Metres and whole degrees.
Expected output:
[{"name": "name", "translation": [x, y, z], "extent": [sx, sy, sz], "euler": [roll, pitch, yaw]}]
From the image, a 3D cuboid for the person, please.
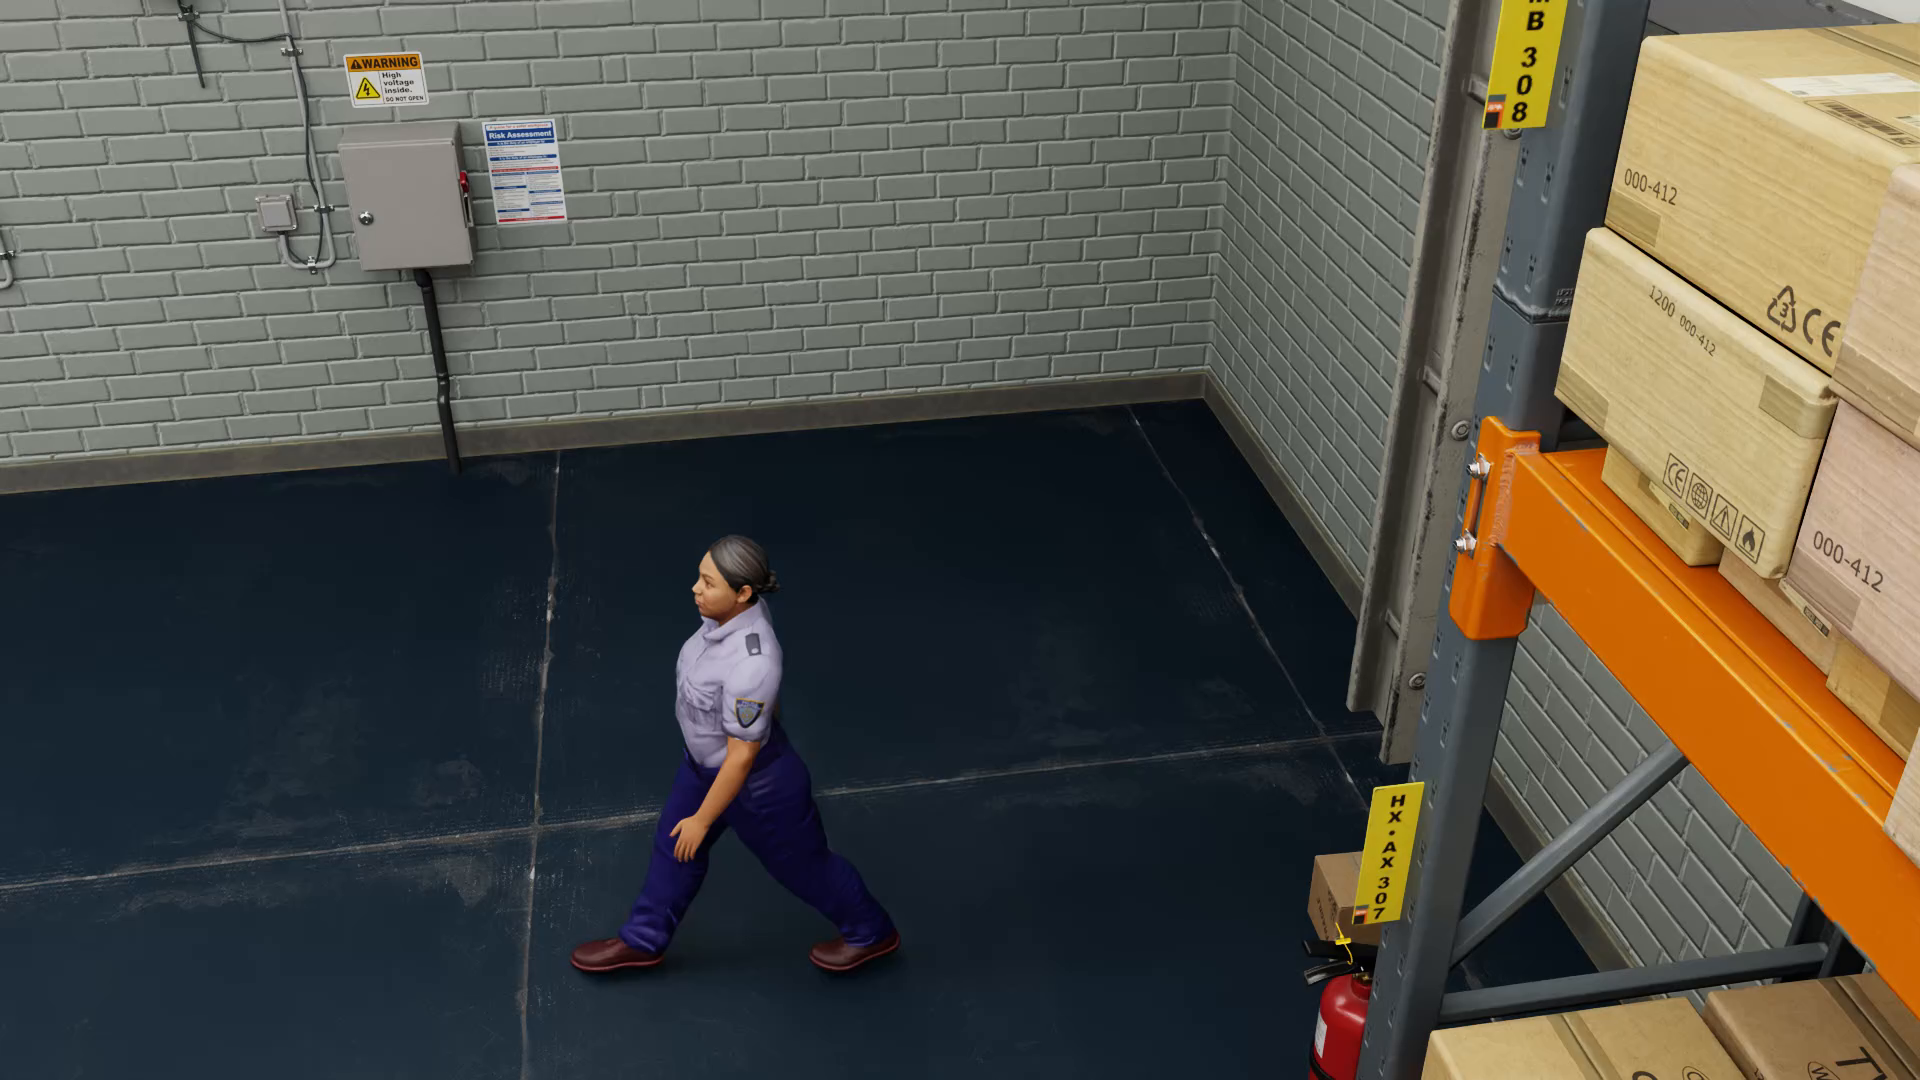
[{"name": "person", "translation": [-0.711, 0.698, 4.959], "extent": [1.022, 1.577, 0.511], "euler": [-11, 33, -18]}]
